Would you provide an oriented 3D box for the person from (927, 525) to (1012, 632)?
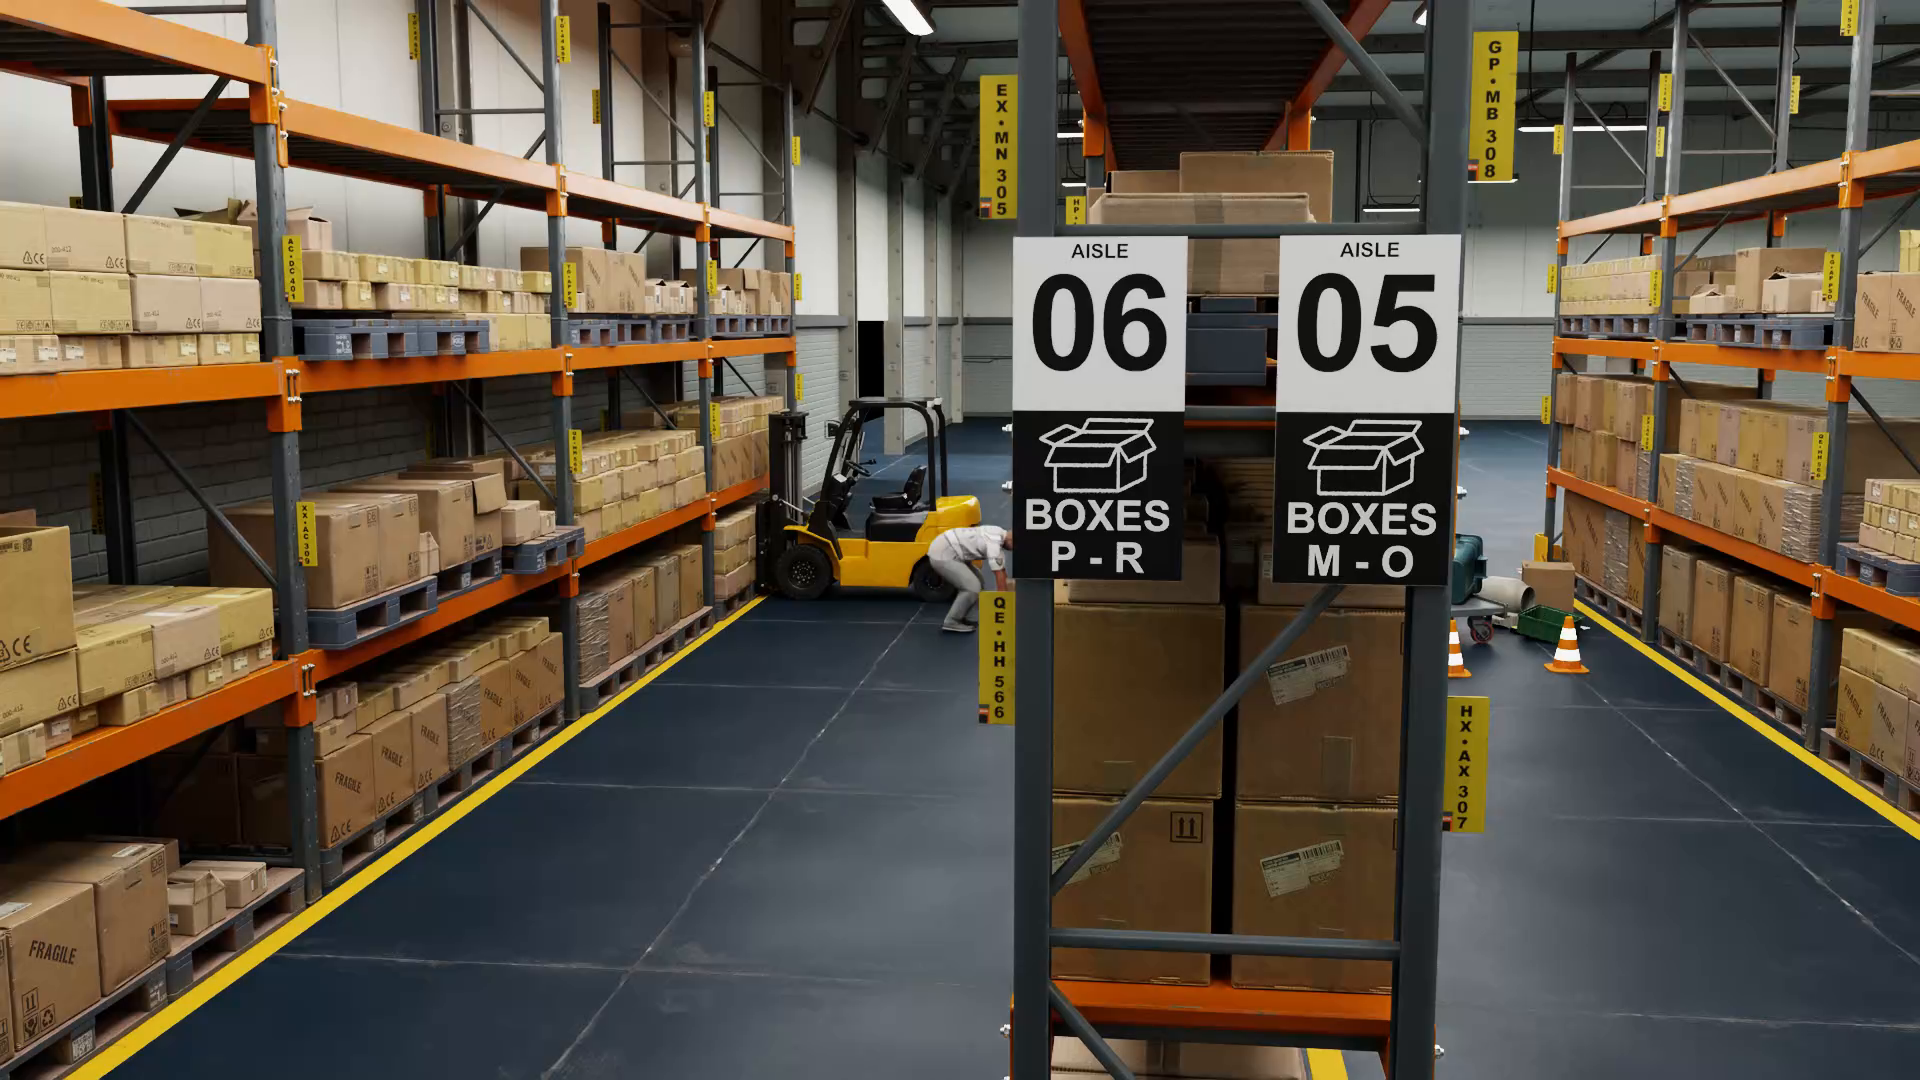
[{"bbox_3d":[0.197,0.352,16.241,1.033,1.063,0.540,0,8,3],"label":"person"}]
